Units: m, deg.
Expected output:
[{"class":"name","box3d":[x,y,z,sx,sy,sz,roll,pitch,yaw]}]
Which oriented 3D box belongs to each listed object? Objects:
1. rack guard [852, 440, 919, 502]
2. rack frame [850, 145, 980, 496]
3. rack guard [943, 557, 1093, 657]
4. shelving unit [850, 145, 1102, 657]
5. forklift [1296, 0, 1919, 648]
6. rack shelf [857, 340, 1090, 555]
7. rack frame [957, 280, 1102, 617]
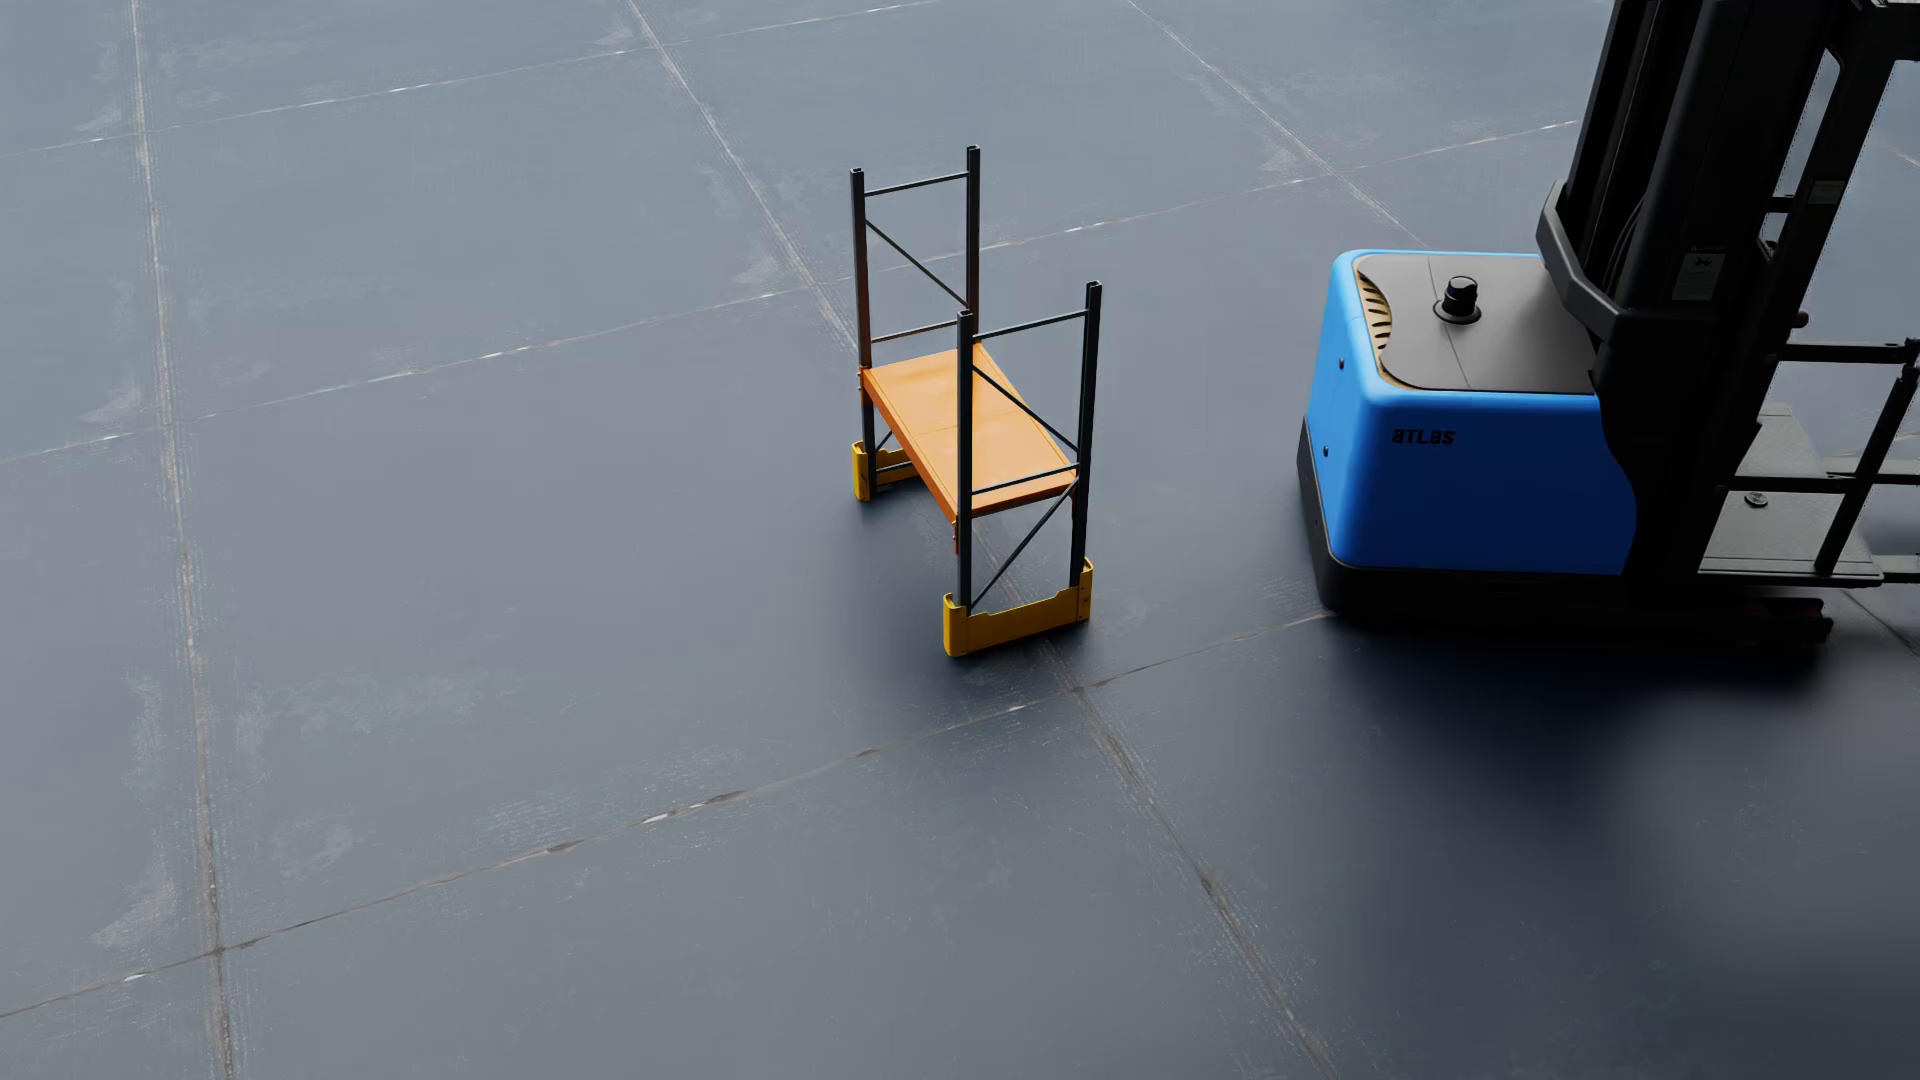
[{"class":"rack guard","box3d":[-0.161,-0.349,6.964,0.587,0.250,0.087,-15,43,-17]},{"class":"rack frame","box3d":[-0.162,-0.823,6.557,0.500,1.500,0.032,-15,43,-17]},{"class":"rack guard","box3d":[0.220,0.251,6.266,0.587,0.250,0.087,-15,43,-17]},{"class":"shelving unit","box3d":[0.029,-0.523,6.208,0.587,1.500,1.083,-15,43,-17]},{"class":"forklift","box3d":[2.913,-1.064,5.739,3.031,2.935,1.130,2,41,2]},{"class":"rack shelf","box3d":[0.033,-0.381,6.319,0.538,0.185,1.000,-15,43,-17]},{"class":"rack frame","box3d":[0.227,-0.211,5.845,0.500,1.500,0.032,-15,43,-17]}]
